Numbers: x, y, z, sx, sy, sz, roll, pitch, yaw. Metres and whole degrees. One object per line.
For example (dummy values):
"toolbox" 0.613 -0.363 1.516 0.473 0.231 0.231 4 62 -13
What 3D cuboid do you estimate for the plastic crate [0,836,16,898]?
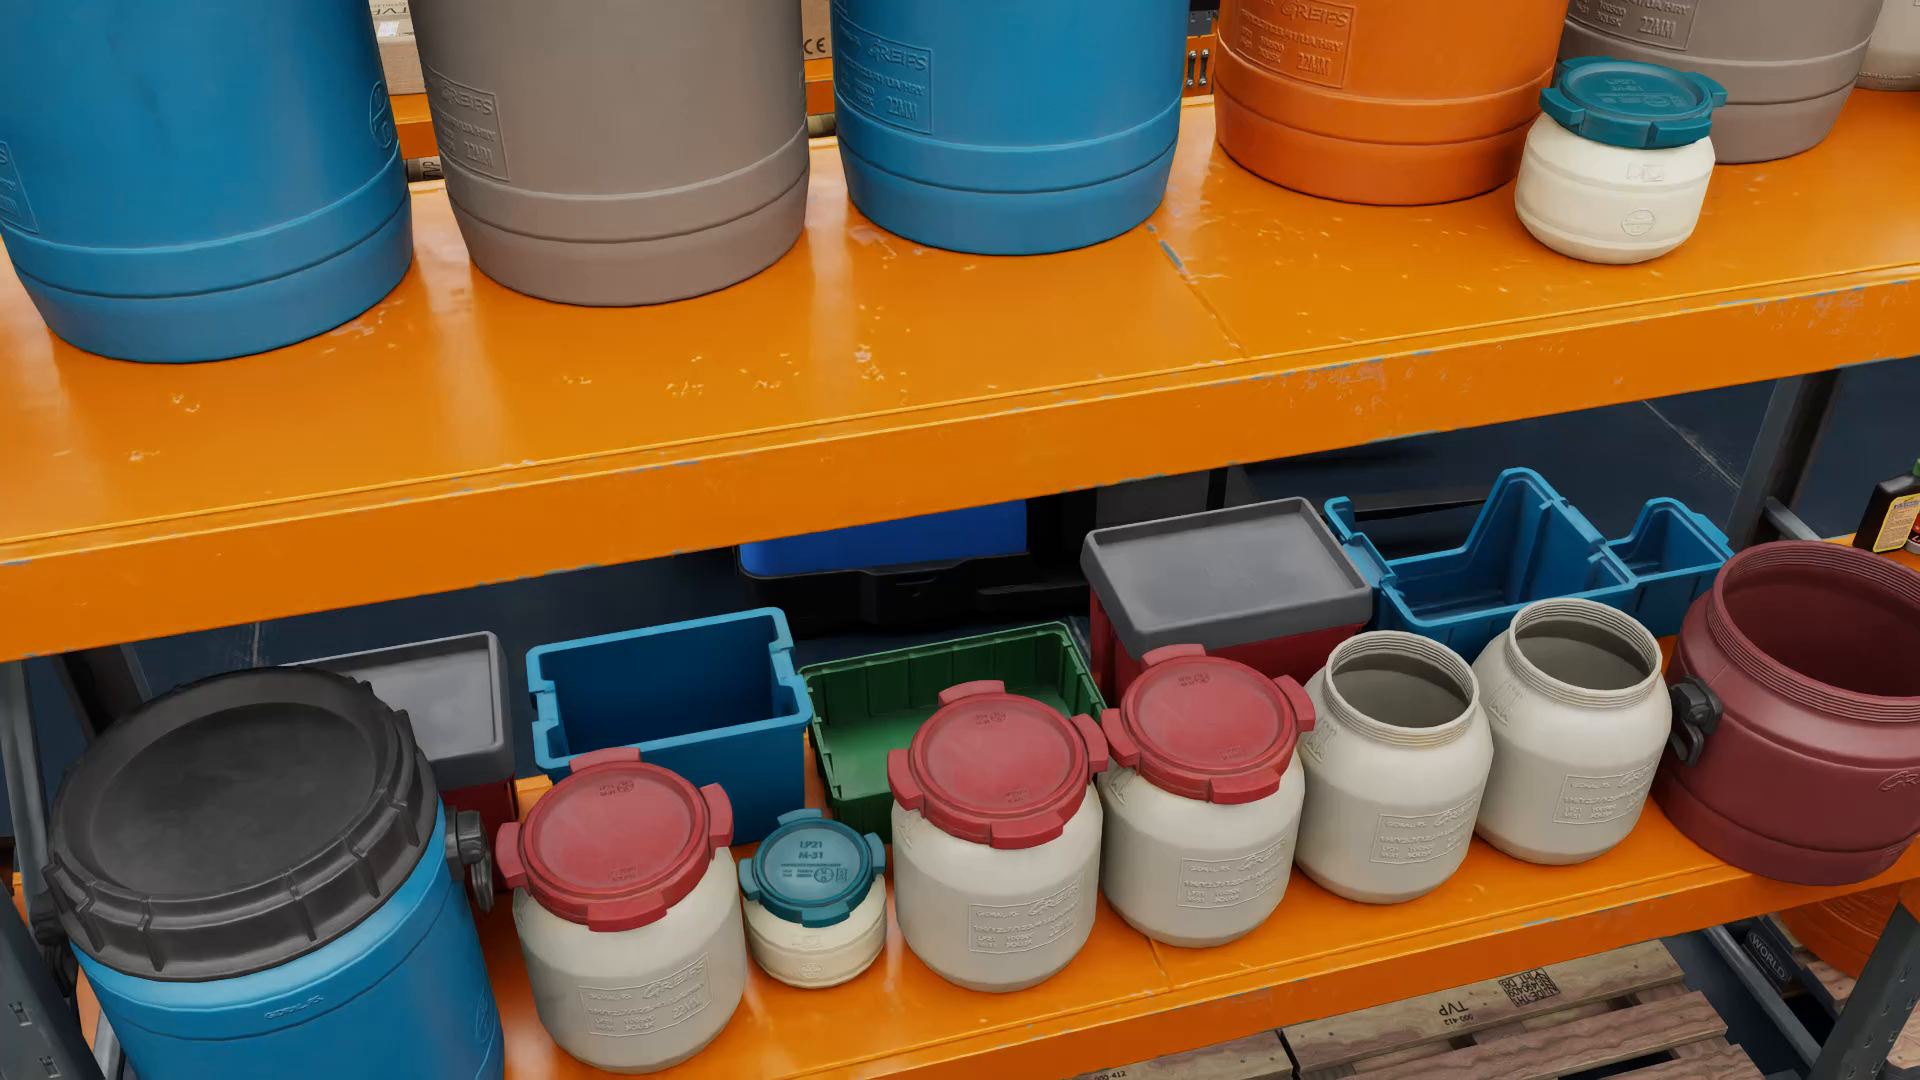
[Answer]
"plastic crate" -2.154 0.844 3.229 0.504 0.338 0.767 -9 38 -12

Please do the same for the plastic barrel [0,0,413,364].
"plastic barrel" -1.181 -0.787 2.429 0.708 0.901 0.600 -9 38 -12

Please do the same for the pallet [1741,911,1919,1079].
"pallet" 2.997 1.136 5.092 1.213 0.211 1.003 -9 38 -12

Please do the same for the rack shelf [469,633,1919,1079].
"rack shelf" 0.316 0.780 3.854 4.000 0.370 1.077 -9 38 -12

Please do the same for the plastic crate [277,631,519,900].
"plastic crate" -1.227 0.529 3.537 0.583 0.464 0.402 -9 38 -12

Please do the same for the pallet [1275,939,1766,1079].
"pallet" 1.489 1.385 4.766 1.213 0.211 1.003 -9 38 -12

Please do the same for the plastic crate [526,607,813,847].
"plastic crate" -0.631 0.460 3.693 0.575 0.384 0.392 -9 38 -12

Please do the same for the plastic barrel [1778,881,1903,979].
"plastic barrel" 2.714 0.785 4.696 0.708 0.830 0.600 -9 38 -12

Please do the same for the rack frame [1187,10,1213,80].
"rack frame" 0.959 -2.729 7.848 0.127 3.000 1.000 -9 38 -12

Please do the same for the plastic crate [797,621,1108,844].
"plastic crate" -0.007 0.454 3.863 0.662 0.188 0.450 -9 38 -12

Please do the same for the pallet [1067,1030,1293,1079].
"pallet" 0.313 1.576 4.516 1.213 0.211 1.003 -9 38 -12

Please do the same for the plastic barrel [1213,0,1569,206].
"plastic barrel" 0.766 -1.078 2.868 0.708 0.830 0.600 -9 38 -12

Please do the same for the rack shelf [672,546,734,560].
"rack shelf" -1.018 -0.099 6.490 0.240 0.259 0.215 -5 38 -7

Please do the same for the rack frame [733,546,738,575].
"rack frame" -0.897 -0.340 6.330 0.008 1.050 0.200 -5 38 -7

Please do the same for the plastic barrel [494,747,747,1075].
"plastic barrel" -0.634 0.734 3.210 0.433 0.535 0.433 0 37 0

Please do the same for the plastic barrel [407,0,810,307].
"plastic barrel" -0.549 -0.891 2.565 0.600 0.901 0.600 0 37 0

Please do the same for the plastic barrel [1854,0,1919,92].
"plastic barrel" 1.867 -1.189 3.275 0.421 0.512 0.421 0 37 0

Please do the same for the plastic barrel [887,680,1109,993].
"plastic barrel" 0.074 0.618 3.362 0.433 0.535 0.433 0 37 0

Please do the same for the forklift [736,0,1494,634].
"forklift" 0.615 -1.222 5.935 3.031 2.935 1.130 -5 38 -7

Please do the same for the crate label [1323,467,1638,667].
"crate label" 1.217 0.162 4.040 0.616 0.435 0.502 -9 38 -12

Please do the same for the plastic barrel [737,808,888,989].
"plastic barrel" -0.297 0.746 3.420 0.301 0.262 0.301 0 37 0

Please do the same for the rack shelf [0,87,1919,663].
"rack shelf" 0.316 -0.412 2.942 4.000 0.370 1.077 -9 38 -12

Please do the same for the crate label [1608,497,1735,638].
"crate label" 1.742 0.091 4.300 0.416 0.233 0.303 -9 38 -12

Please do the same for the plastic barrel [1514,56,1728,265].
"plastic barrel" 1.080 -0.621 2.738 0.301 0.262 0.301 0 37 0

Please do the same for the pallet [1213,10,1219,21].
"pallet" 1.595 -2.801 8.101 1.003 0.211 1.213 -9 38 -12

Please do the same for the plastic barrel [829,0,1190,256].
"plastic barrel" 0.082 -0.995 2.700 0.708 0.901 0.600 -9 38 -12

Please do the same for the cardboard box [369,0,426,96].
"cardboard box" -2.439 -2.139 7.201 0.500 0.250 0.500 -7 38 -9

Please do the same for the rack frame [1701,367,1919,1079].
"rack frame" 2.247 0.177 4.049 0.127 3.000 1.000 -9 38 -12

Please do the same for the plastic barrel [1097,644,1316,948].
"plastic barrel" 0.492 0.549 3.451 0.433 0.535 0.433 0 37 0

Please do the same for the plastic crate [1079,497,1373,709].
"plastic crate" 0.607 0.228 3.930 0.583 0.464 0.402 -9 38 -12

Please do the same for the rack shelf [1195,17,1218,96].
"rack shelf" 2.890 -2.760 8.481 4.000 0.370 1.077 -9 38 -12

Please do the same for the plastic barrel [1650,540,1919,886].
"plastic barrel" 1.878 0.374 3.680 0.708 0.536 0.600 -9 38 -12

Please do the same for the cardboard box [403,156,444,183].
"cardboard box" -2.587 -1.625 7.861 0.500 0.311 0.500 -9 38 -12

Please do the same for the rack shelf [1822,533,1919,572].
"rack shelf" 4.177 0.146 4.682 4.000 0.370 1.077 -9 38 -12

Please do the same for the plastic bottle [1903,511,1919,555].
"plastic bottle" 2.642 -0.066 4.531 0.097 0.201 0.097 0 37 0

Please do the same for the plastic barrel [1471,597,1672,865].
"plastic barrel" 1.309 0.421 3.639 0.421 0.512 0.421 0 37 0

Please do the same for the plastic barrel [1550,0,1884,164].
"plastic barrel" 1.397 -1.210 2.982 0.600 0.901 0.600 0 37 0

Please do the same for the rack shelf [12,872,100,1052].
"rack shelf" -3.546 1.413 3.026 4.000 0.370 1.077 -9 38 -12

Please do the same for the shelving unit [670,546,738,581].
"shelving unit" -1.018 -0.328 6.315 0.252 1.050 0.215 -5 38 -7

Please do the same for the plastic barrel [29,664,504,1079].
"plastic barrel" -1.163 0.728 2.916 0.708 0.901 0.600 -9 38 -12

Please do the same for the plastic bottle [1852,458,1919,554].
"plastic bottle" 2.526 -0.091 4.496 0.133 0.283 0.061 -9 38 -12

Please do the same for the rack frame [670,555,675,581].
"rack frame" -1.138 -0.317 6.300 0.008 1.050 0.200 -5 38 -7

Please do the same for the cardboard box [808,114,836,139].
"cardboard box" -0.621 -1.948 8.283 0.500 0.311 0.500 -10 39 -13

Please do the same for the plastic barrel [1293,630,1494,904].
"plastic barrel" 0.902 0.488 3.551 0.421 0.512 0.421 0 37 0

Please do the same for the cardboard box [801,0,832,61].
"cardboard box" -0.657 -2.493 7.458 0.500 0.500 0.500 -11 39 -14

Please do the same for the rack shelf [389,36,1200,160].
"rack shelf" -0.972 -2.126 7.653 4.000 0.370 1.077 -9 38 -12
